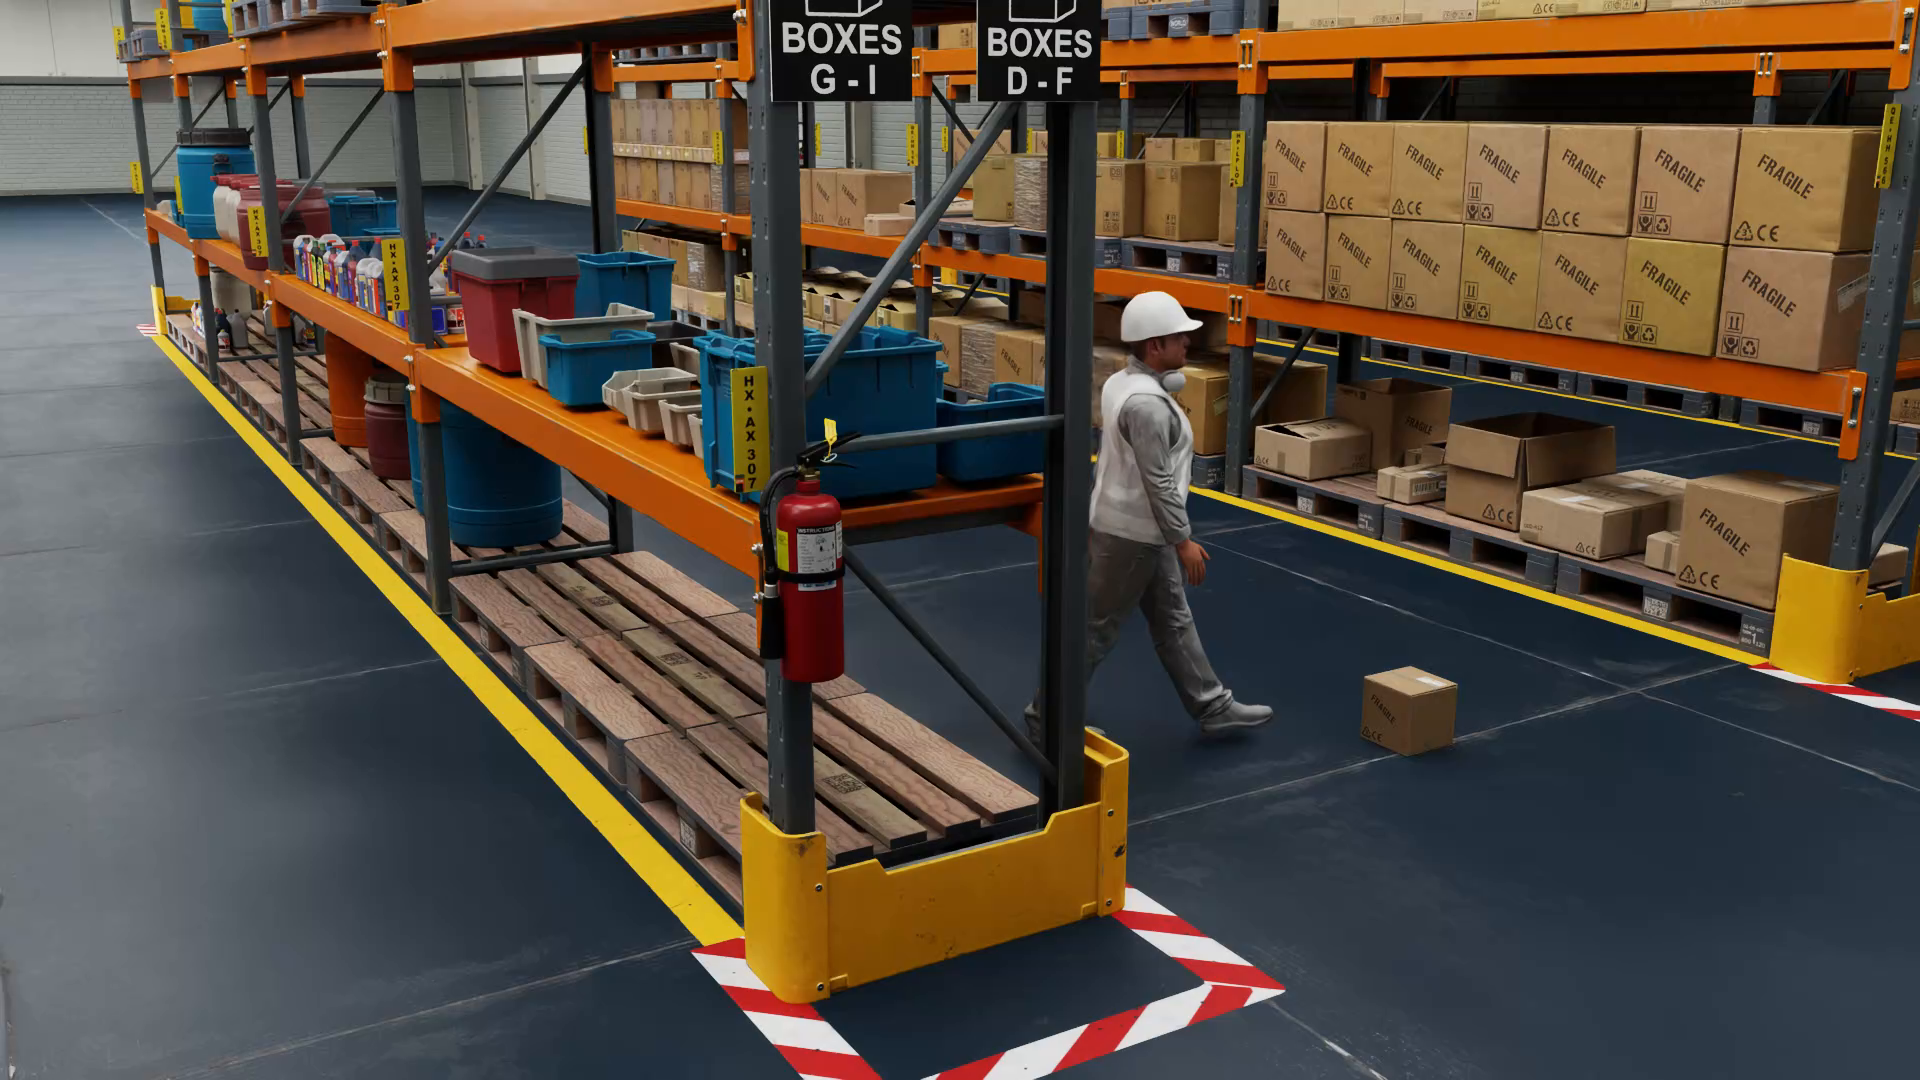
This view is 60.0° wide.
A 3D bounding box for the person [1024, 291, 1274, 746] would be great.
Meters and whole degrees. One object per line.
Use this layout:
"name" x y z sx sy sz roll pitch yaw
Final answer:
"person" 0.728 -0.052 6.128 0.973 1.717 0.559 1 15 4
